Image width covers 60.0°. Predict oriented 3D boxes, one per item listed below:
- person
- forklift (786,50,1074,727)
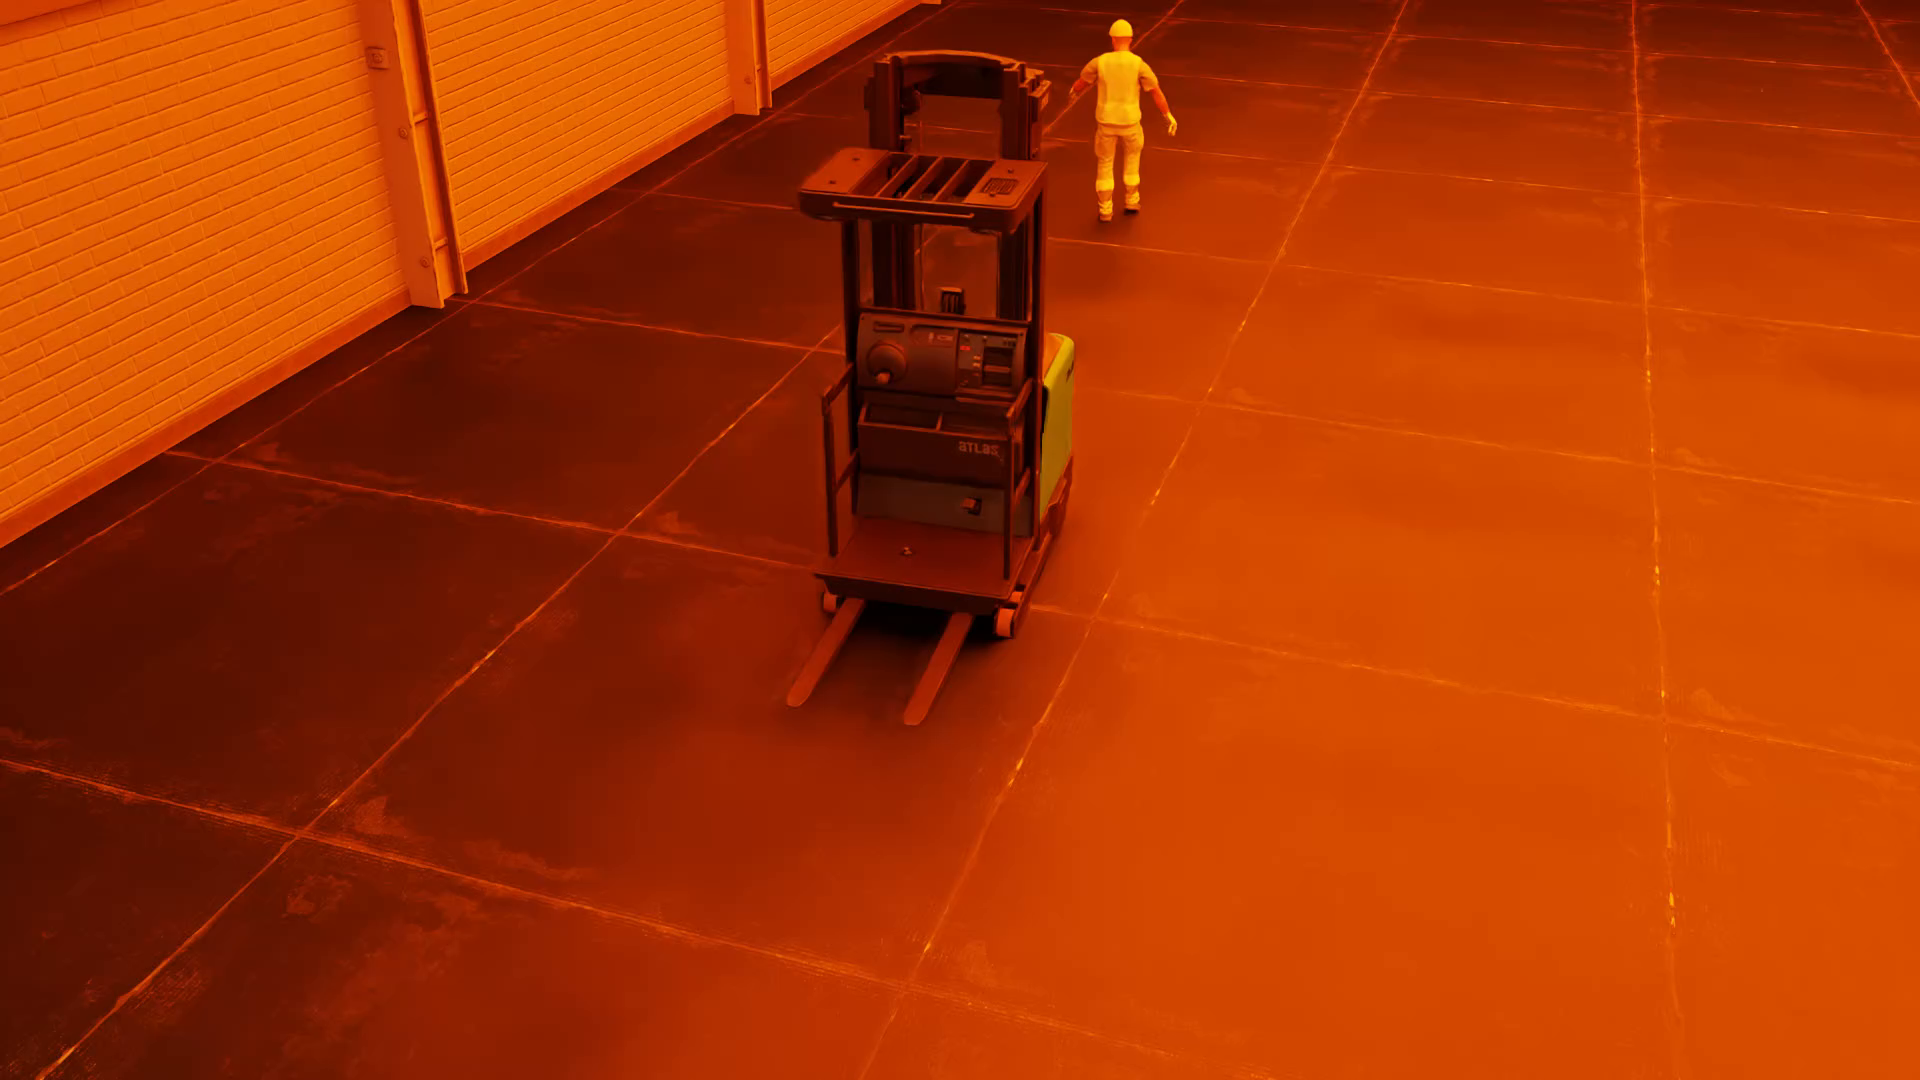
[{"bbox_3d":[1.462,-3.789,15.012,1.016,1.803,0.610,7,30,11],"label":"person"},{"bbox_3d":[-0.156,-0.945,8.794,1.130,2.935,3.031,7,30,13],"label":"forklift"}]
